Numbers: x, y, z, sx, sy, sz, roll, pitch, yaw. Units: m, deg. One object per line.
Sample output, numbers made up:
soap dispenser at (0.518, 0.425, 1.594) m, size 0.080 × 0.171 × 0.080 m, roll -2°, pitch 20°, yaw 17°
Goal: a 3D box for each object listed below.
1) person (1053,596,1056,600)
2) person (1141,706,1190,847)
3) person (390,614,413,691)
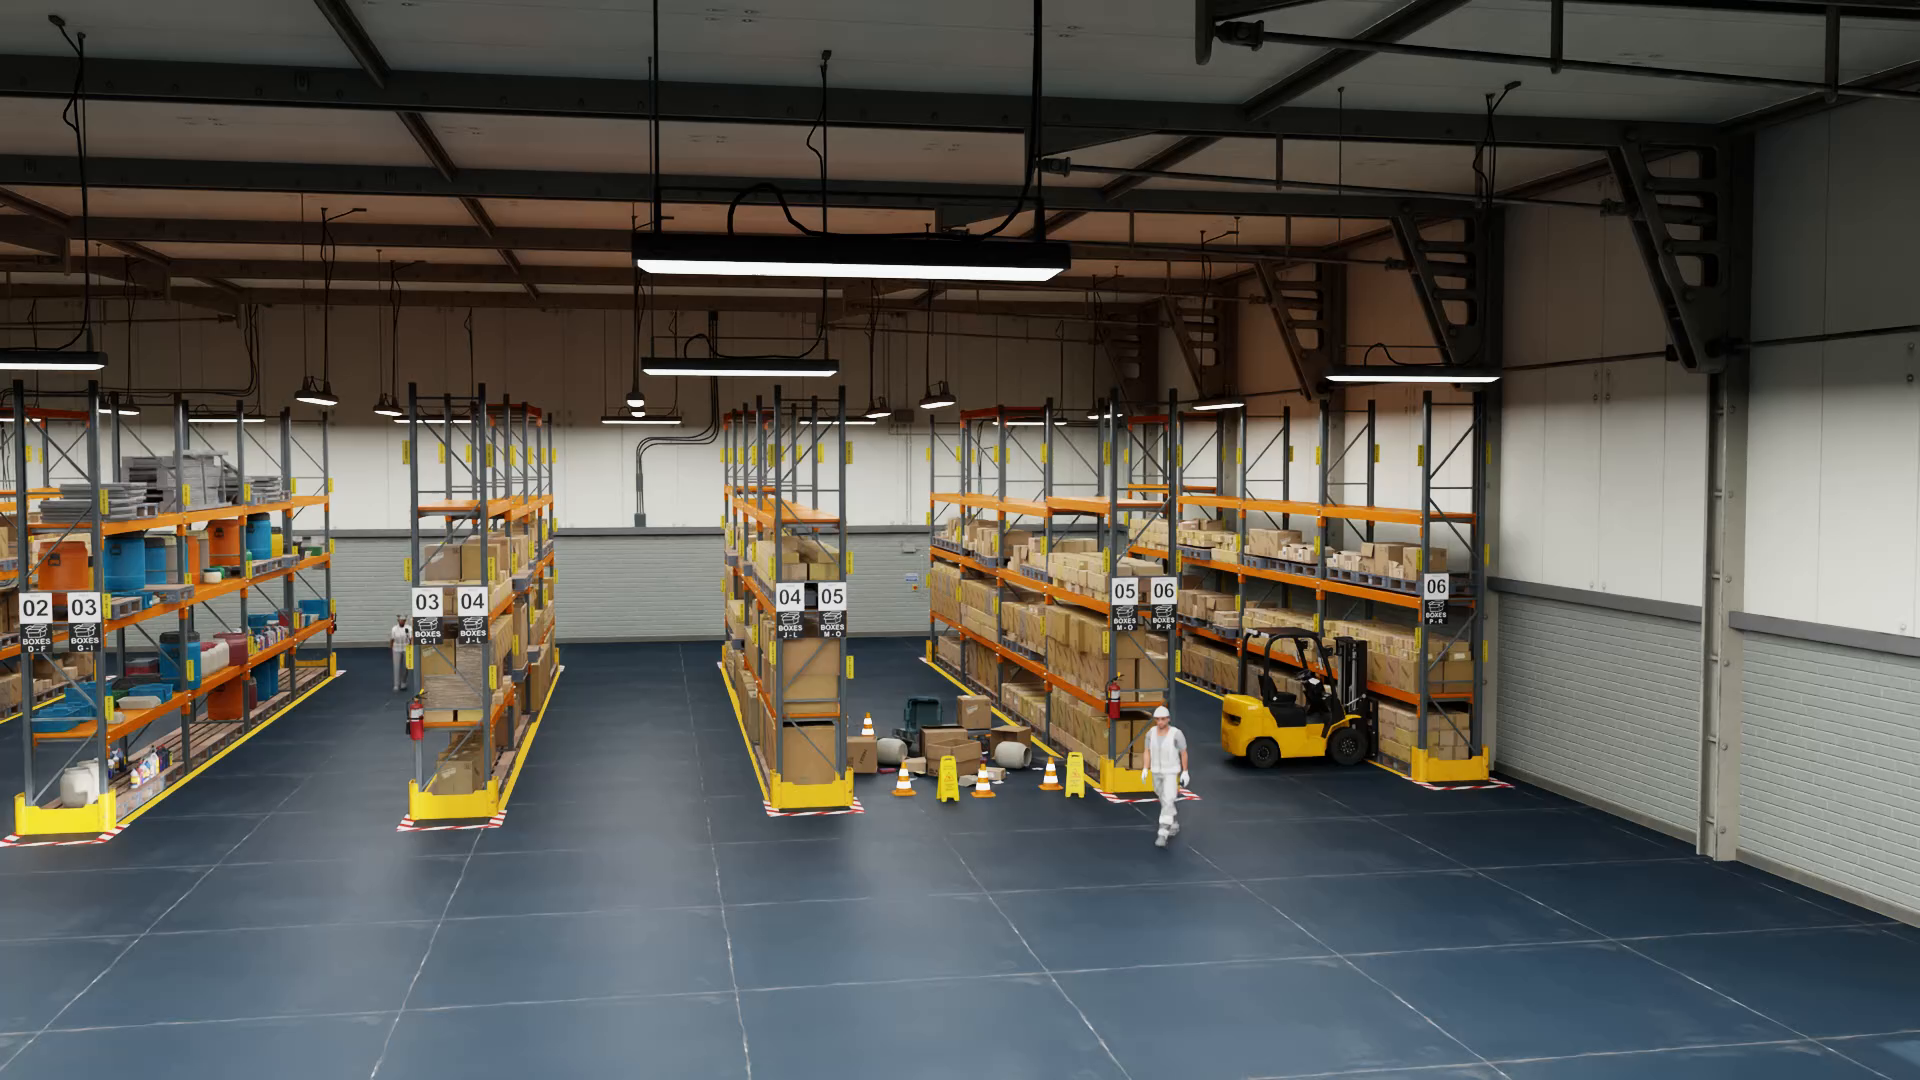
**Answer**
person at (2.158, 1.974, 38.460) m, size 0.571 × 1.709 × 0.643 m, roll -1°, pitch 3°, yaw -22°
person at (2.615, 3.012, 21.445) m, size 0.561 × 1.733 × 0.990 m, roll 2°, pitch 4°, yaw 36°
person at (-11.880, 2.373, 35.364) m, size 0.500 × 1.626 × 0.954 m, roll -1°, pitch 3°, yaw -27°
